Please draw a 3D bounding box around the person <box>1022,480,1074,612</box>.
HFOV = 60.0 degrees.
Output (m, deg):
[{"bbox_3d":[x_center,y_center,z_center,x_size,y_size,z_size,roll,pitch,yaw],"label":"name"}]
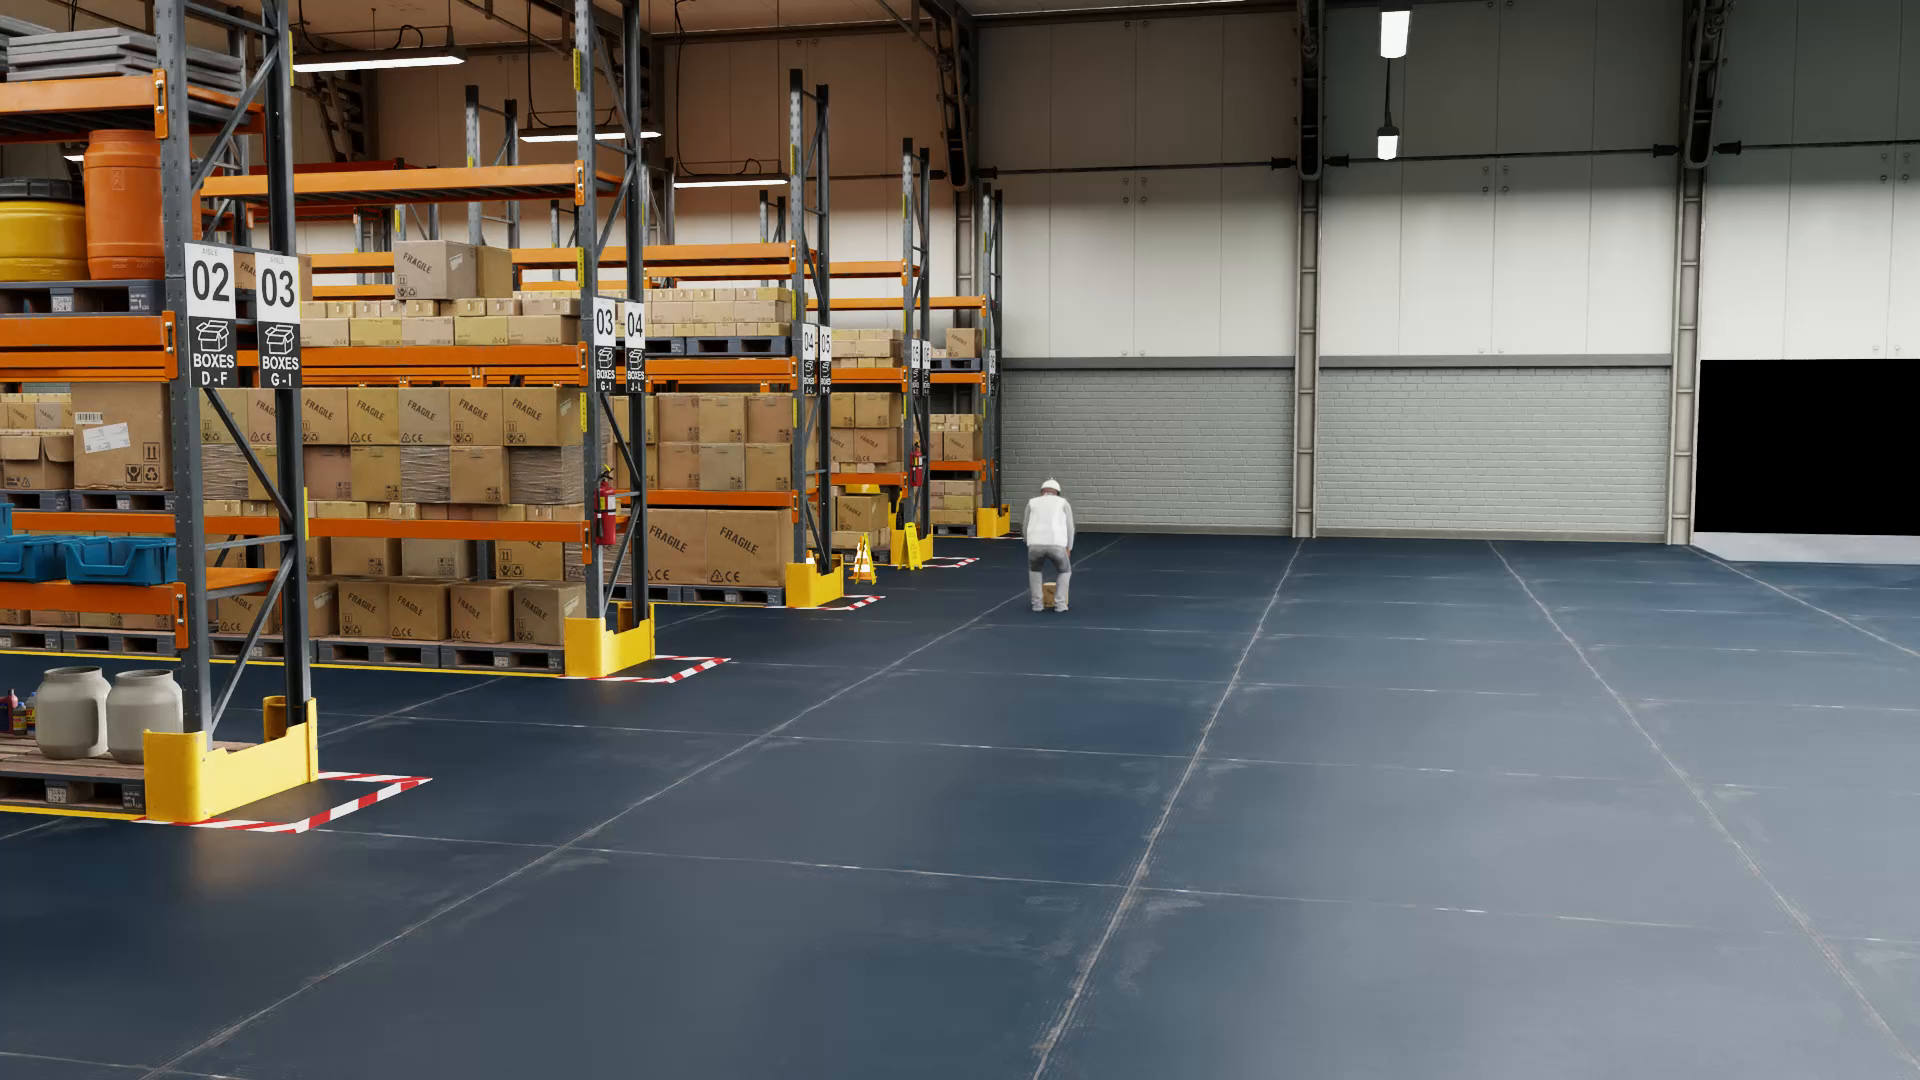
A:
[{"bbox_3d":[0.971,0.063,18.586,0.591,1.449,0.753,1,5,14],"label":"person"}]
